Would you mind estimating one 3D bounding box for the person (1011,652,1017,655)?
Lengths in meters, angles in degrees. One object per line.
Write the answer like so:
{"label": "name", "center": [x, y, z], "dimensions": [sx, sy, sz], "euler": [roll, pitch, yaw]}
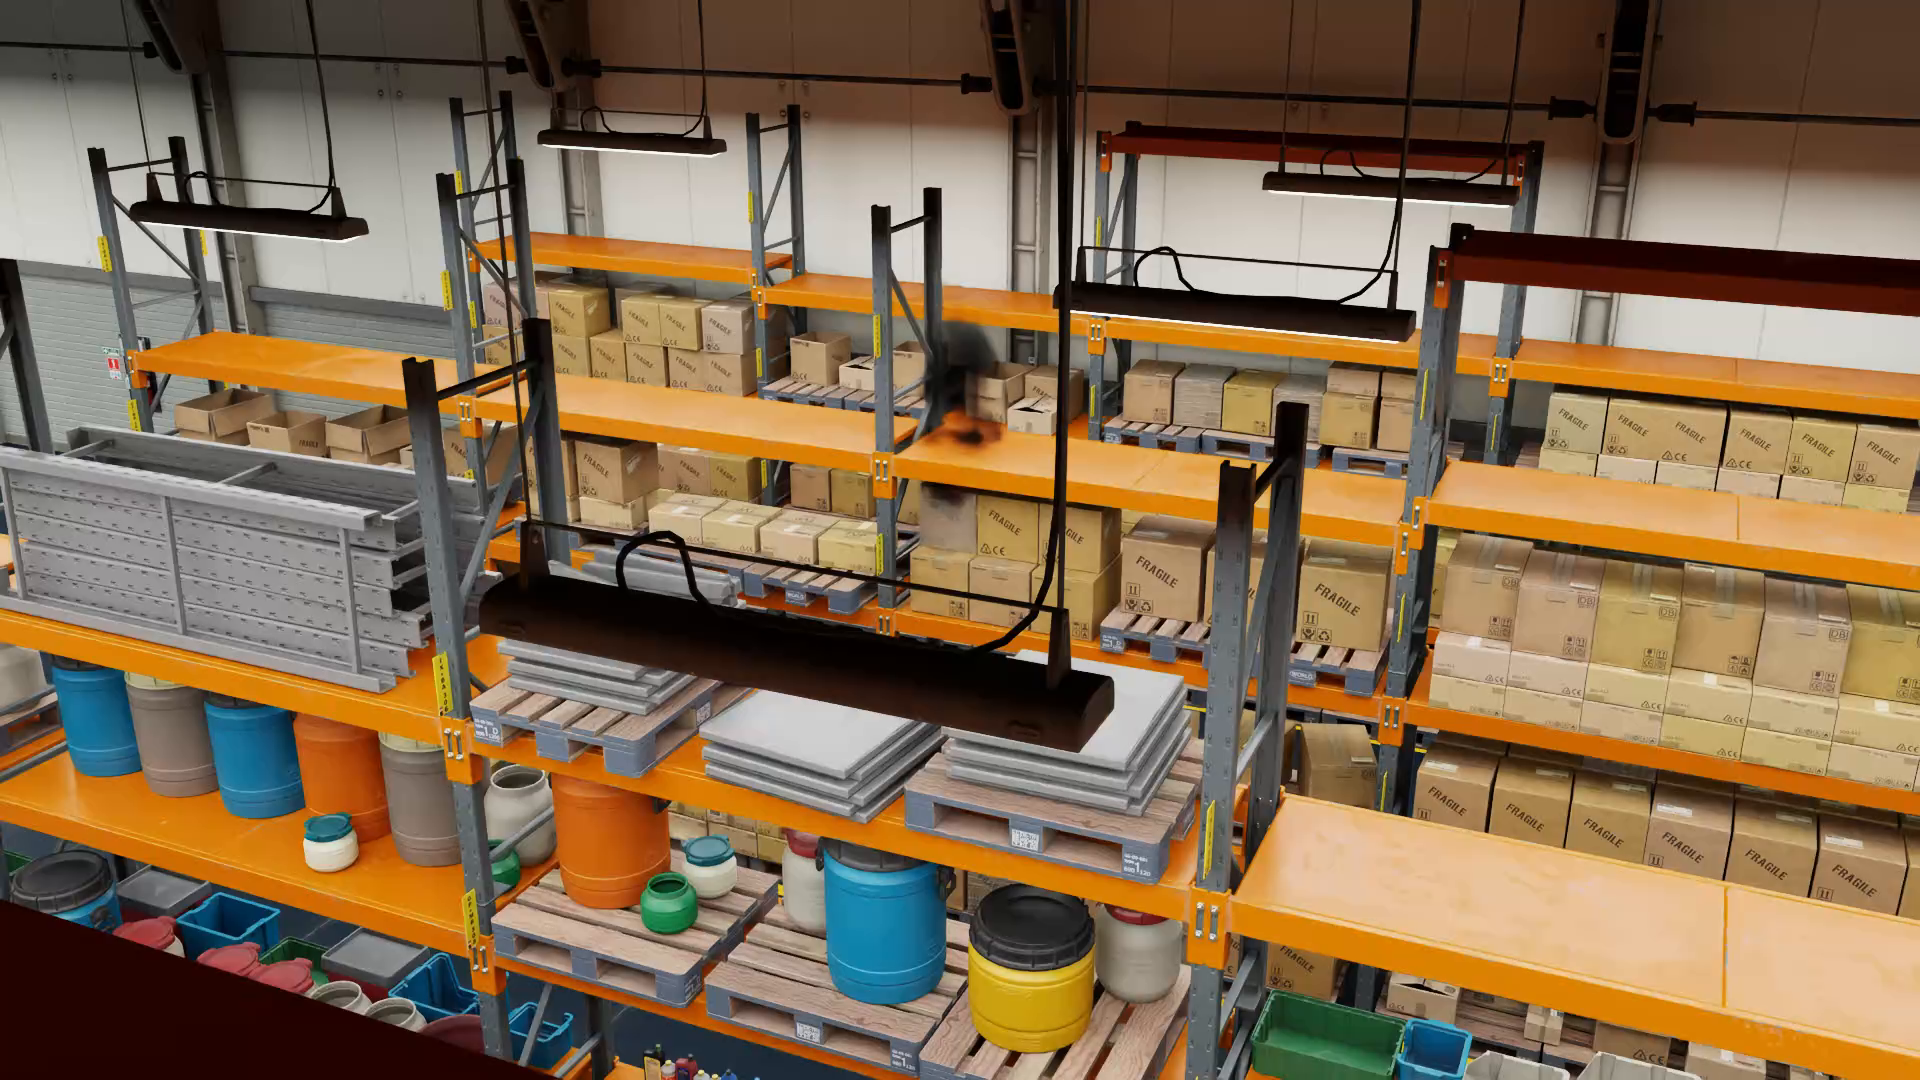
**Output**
{"label": "person", "center": [0.692, 1.643, 16.178], "dimensions": [0.681, 1.537, 0.525], "euler": [7, 22, 17]}
